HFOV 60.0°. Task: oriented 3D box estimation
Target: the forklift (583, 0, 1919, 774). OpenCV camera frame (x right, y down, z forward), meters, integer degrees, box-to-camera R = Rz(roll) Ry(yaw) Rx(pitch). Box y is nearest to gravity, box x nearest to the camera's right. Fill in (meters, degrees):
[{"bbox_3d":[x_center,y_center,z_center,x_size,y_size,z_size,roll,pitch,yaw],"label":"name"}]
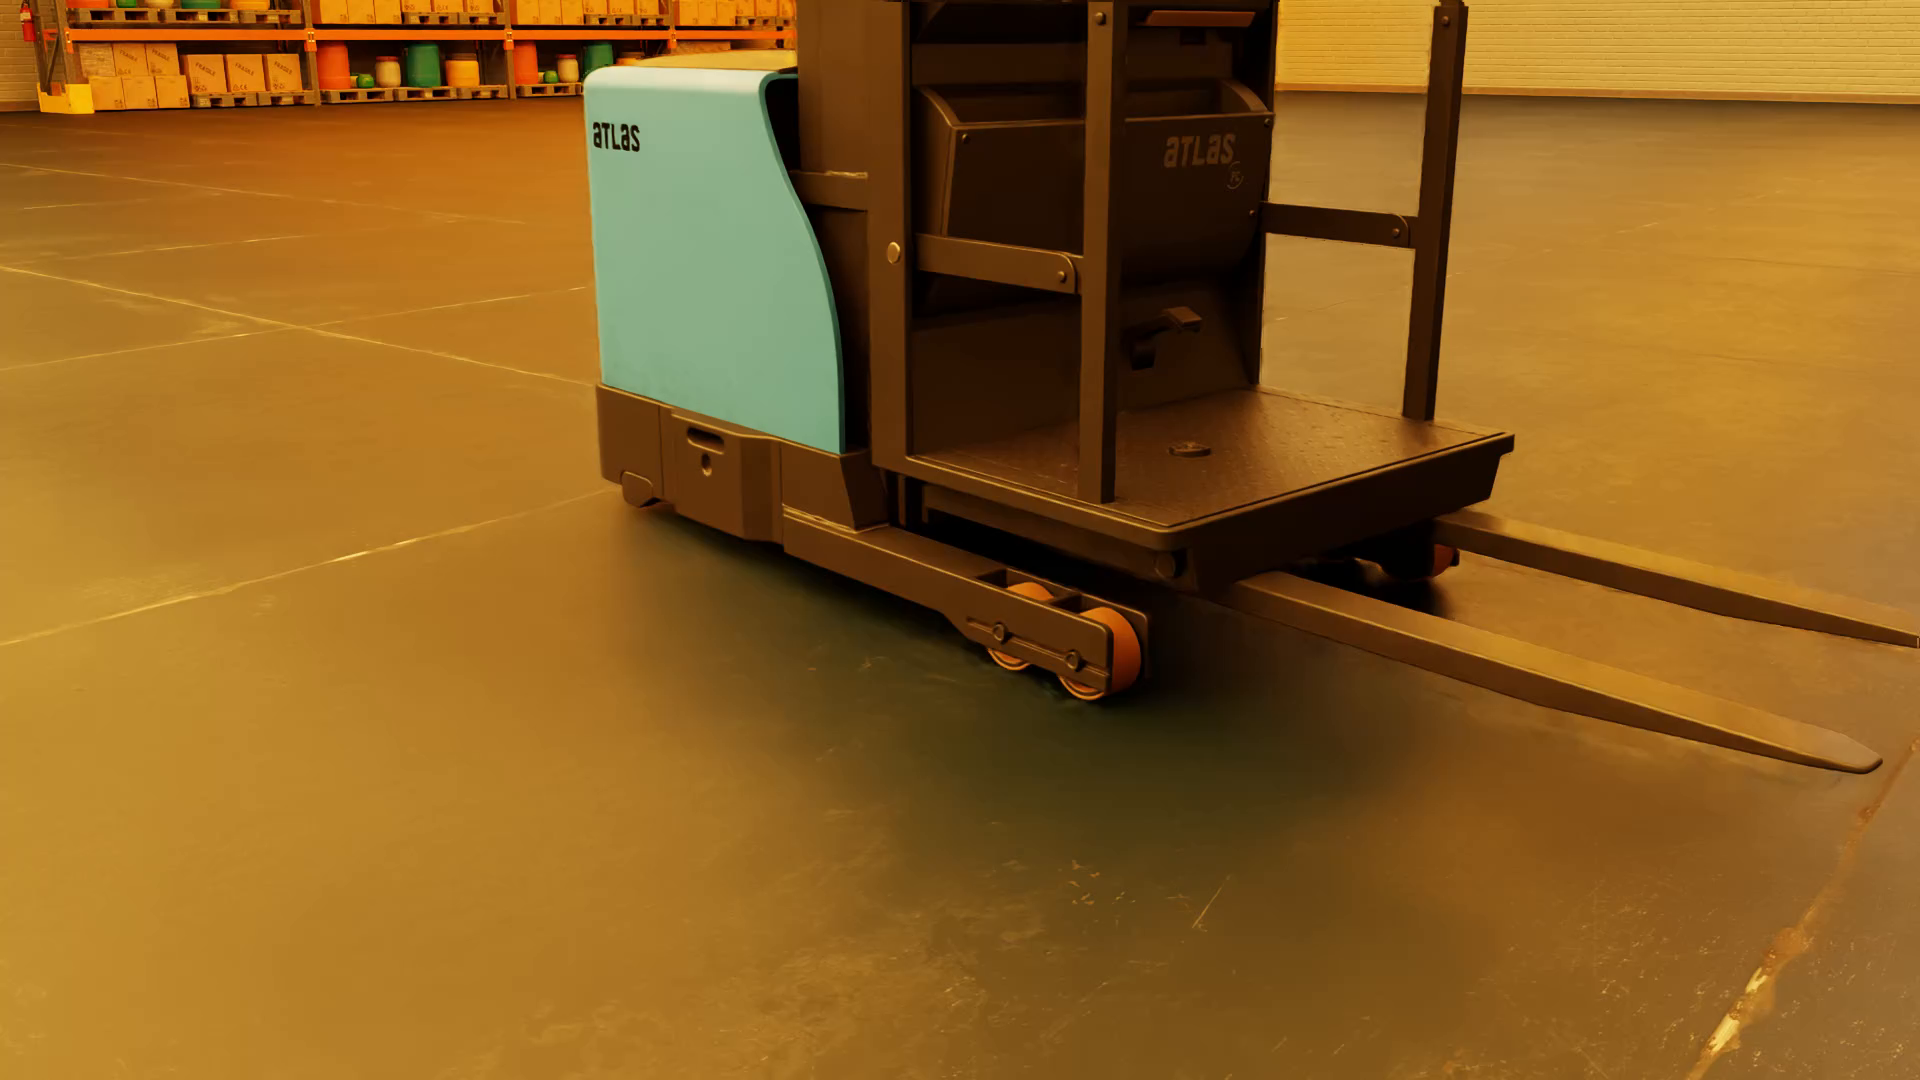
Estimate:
[{"bbox_3d":[0.433,-1.280,3.113,1.130,2.935,3.031,-14,22,-39],"label":"forklift"}]
